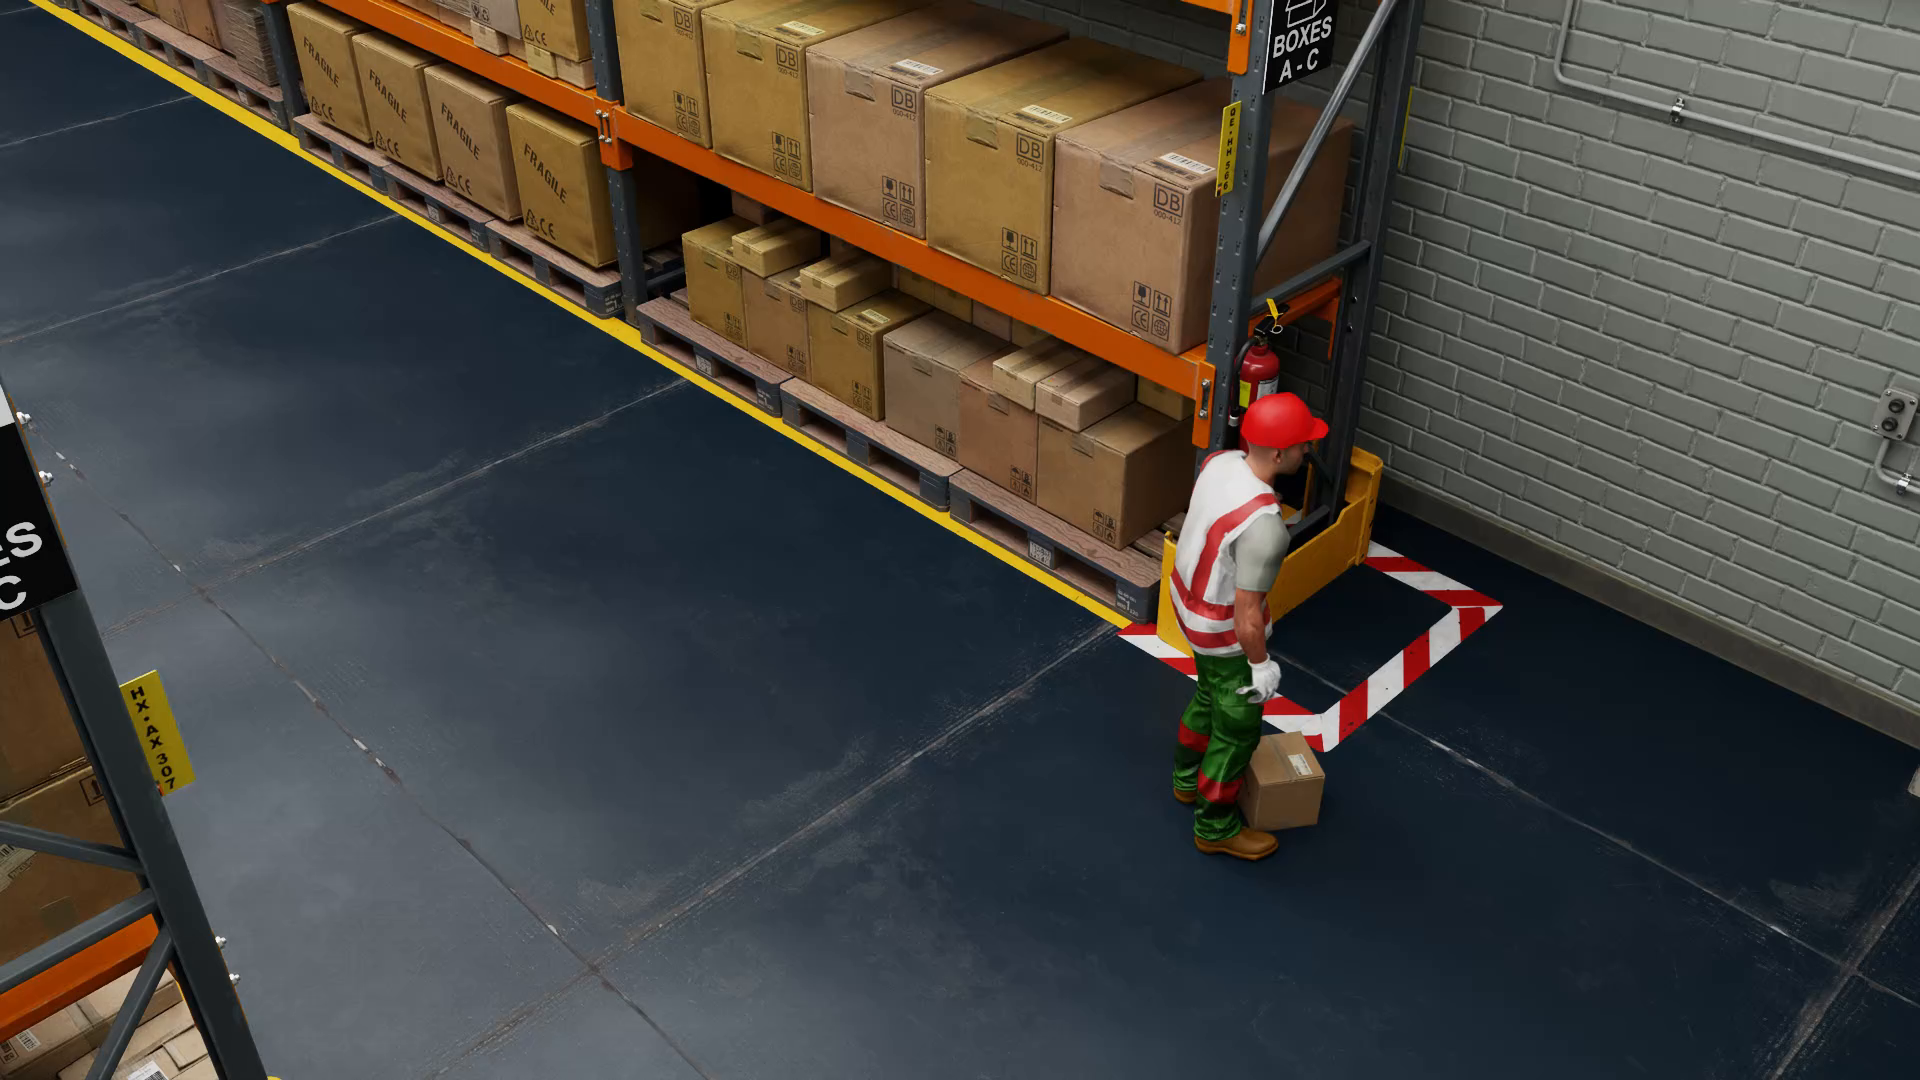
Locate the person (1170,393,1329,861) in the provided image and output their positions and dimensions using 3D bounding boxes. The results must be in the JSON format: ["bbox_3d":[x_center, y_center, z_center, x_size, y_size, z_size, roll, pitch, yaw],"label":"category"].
[{"bbox_3d":[0.956,0.291,5.719,0.452,1.779,0.607,-4,35,-6],"label":"person"}]
